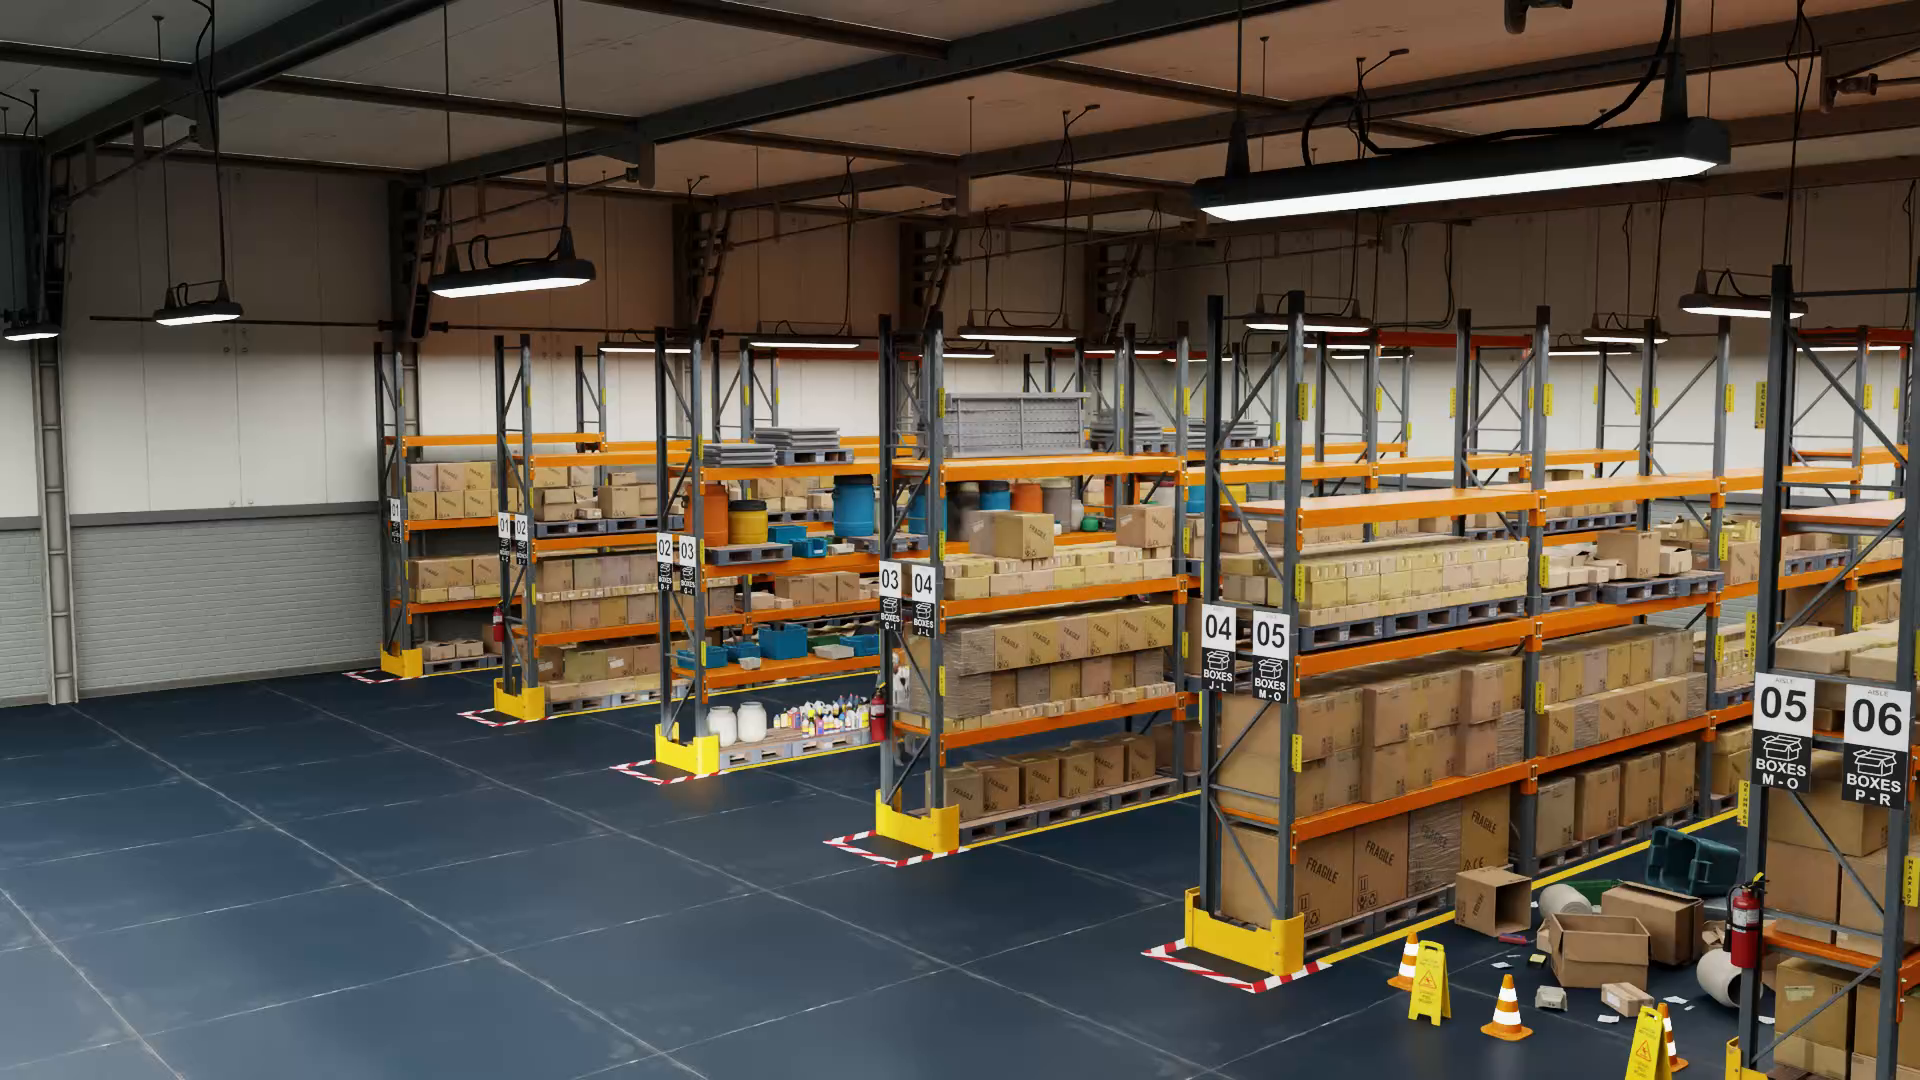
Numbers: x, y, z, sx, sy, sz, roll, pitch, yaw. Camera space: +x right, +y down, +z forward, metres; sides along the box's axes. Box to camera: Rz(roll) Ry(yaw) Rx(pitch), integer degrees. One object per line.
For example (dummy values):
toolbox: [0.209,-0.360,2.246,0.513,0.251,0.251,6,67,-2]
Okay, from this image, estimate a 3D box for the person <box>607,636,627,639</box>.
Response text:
person: [-6.220,1.628,30.390,0.592,1.560,0.593,3,6,28]

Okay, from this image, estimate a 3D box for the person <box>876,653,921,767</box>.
person: [-0.851,2.312,22.838,0.608,1.599,0.809,0,5,-1]
